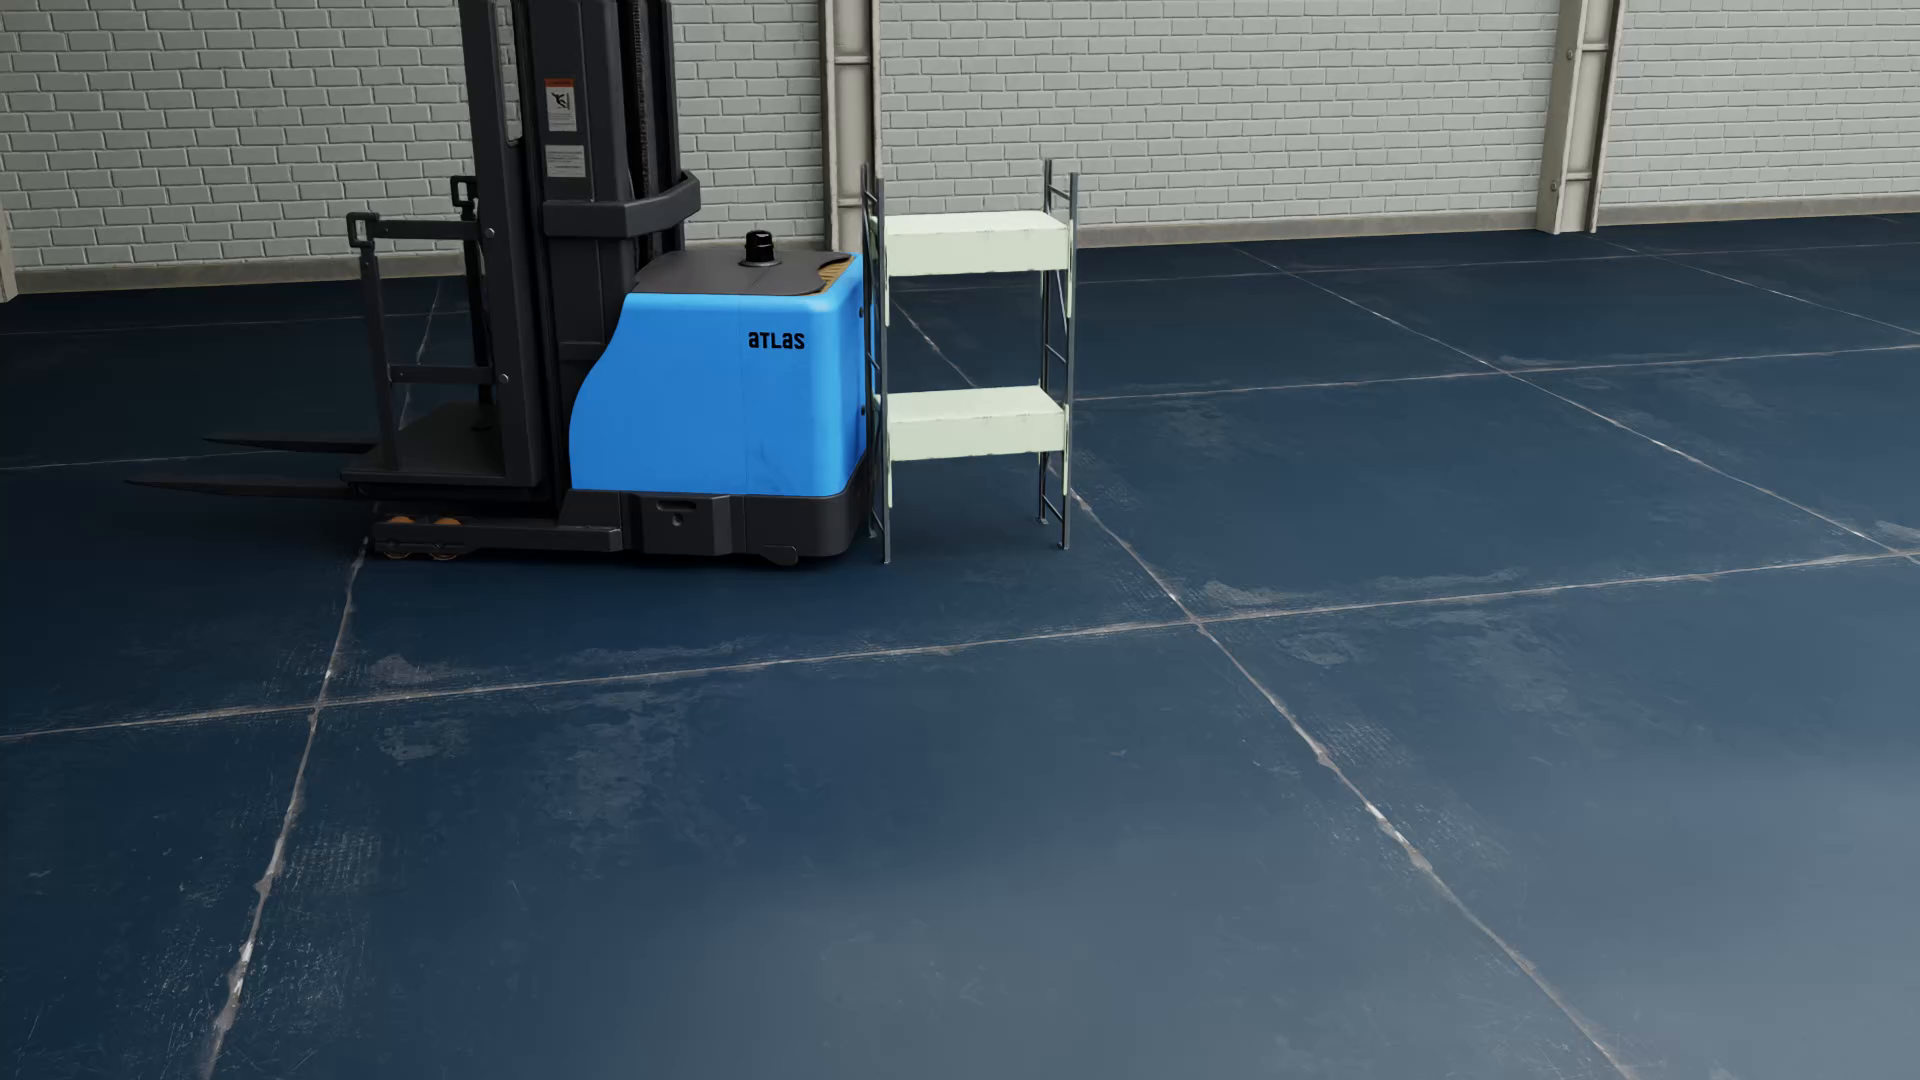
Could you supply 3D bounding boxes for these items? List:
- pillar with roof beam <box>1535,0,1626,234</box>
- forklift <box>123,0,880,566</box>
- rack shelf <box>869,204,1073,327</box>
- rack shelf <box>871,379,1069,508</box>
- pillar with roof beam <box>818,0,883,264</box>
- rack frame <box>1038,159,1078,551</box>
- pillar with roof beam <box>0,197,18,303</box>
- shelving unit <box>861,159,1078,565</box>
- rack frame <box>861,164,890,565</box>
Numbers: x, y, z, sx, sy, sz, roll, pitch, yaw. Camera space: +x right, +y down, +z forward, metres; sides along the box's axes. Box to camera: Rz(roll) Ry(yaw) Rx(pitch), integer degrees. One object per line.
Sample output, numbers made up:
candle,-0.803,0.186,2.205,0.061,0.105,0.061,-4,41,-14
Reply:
pillar with roof beam,6.032,-5.367,8.383,0.400,9.000,9.100,-5,21,-12
forklift,-1.902,-1.472,6.573,3.031,2.935,1.130,2,20,6
rack shelf,0.029,-1.067,6.413,0.720,0.370,0.431,-4,21,-12
rack shelf,0.029,-0.395,6.659,0.720,0.370,0.431,-4,21,-12
pillar with roof beam,0.193,-4.892,7.087,0.400,9.000,9.100,-5,21,-12
rack frame,0.387,-0.728,6.620,0.023,1.500,0.400,-4,21,-12
pillar with roof beam,-5.646,-4.417,5.791,0.400,9.000,9.100,-5,21,-12
shelving unit,0.029,-0.701,6.547,0.755,1.500,0.431,-4,21,-12
rack frame,-0.328,-0.674,6.473,0.023,1.500,0.400,-4,21,-12
